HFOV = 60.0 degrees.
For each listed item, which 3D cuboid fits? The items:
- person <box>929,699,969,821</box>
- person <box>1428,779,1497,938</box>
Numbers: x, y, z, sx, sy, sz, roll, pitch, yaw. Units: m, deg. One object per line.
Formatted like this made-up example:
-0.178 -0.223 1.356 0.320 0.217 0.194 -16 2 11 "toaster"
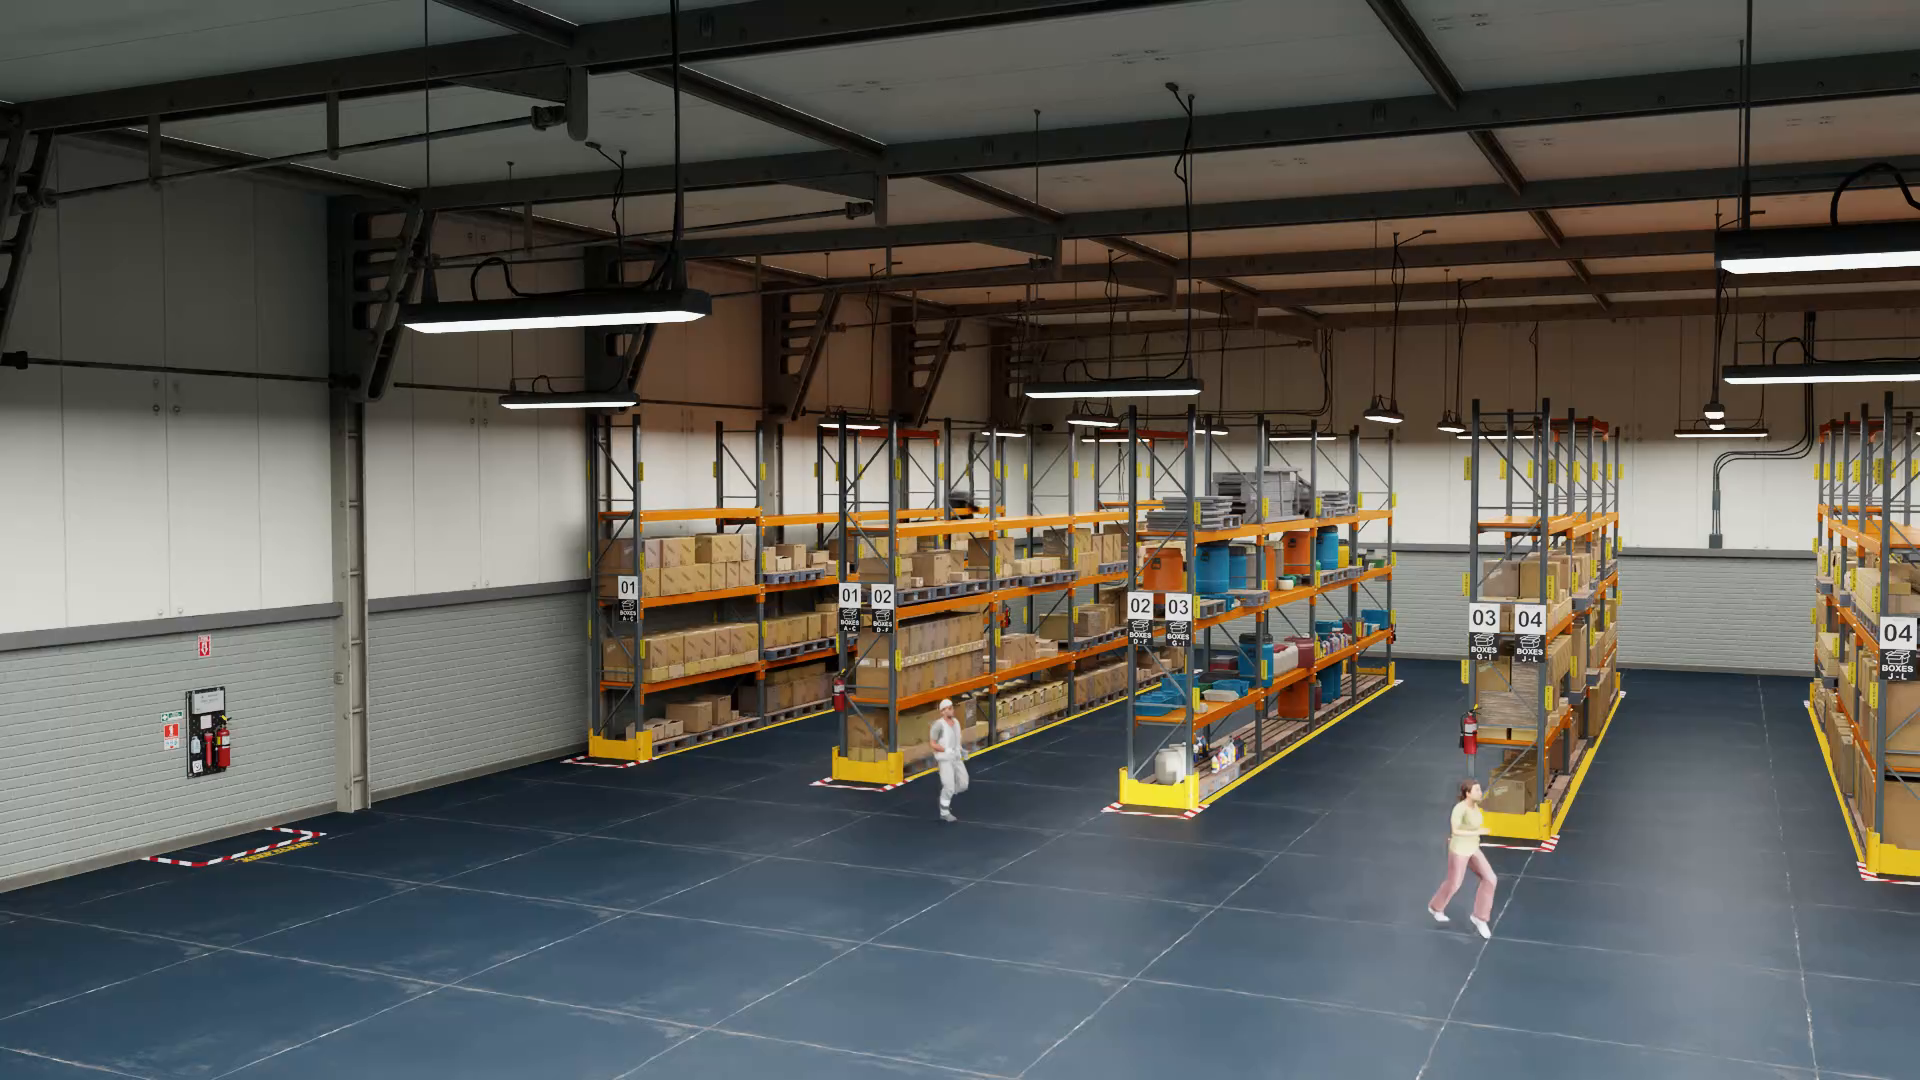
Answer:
-0.145 3.152 23.826 0.655 1.740 0.592 -2 3 -44 "person"
5.445 3.426 18.111 0.599 1.701 0.820 -2 3 -40 "person"
